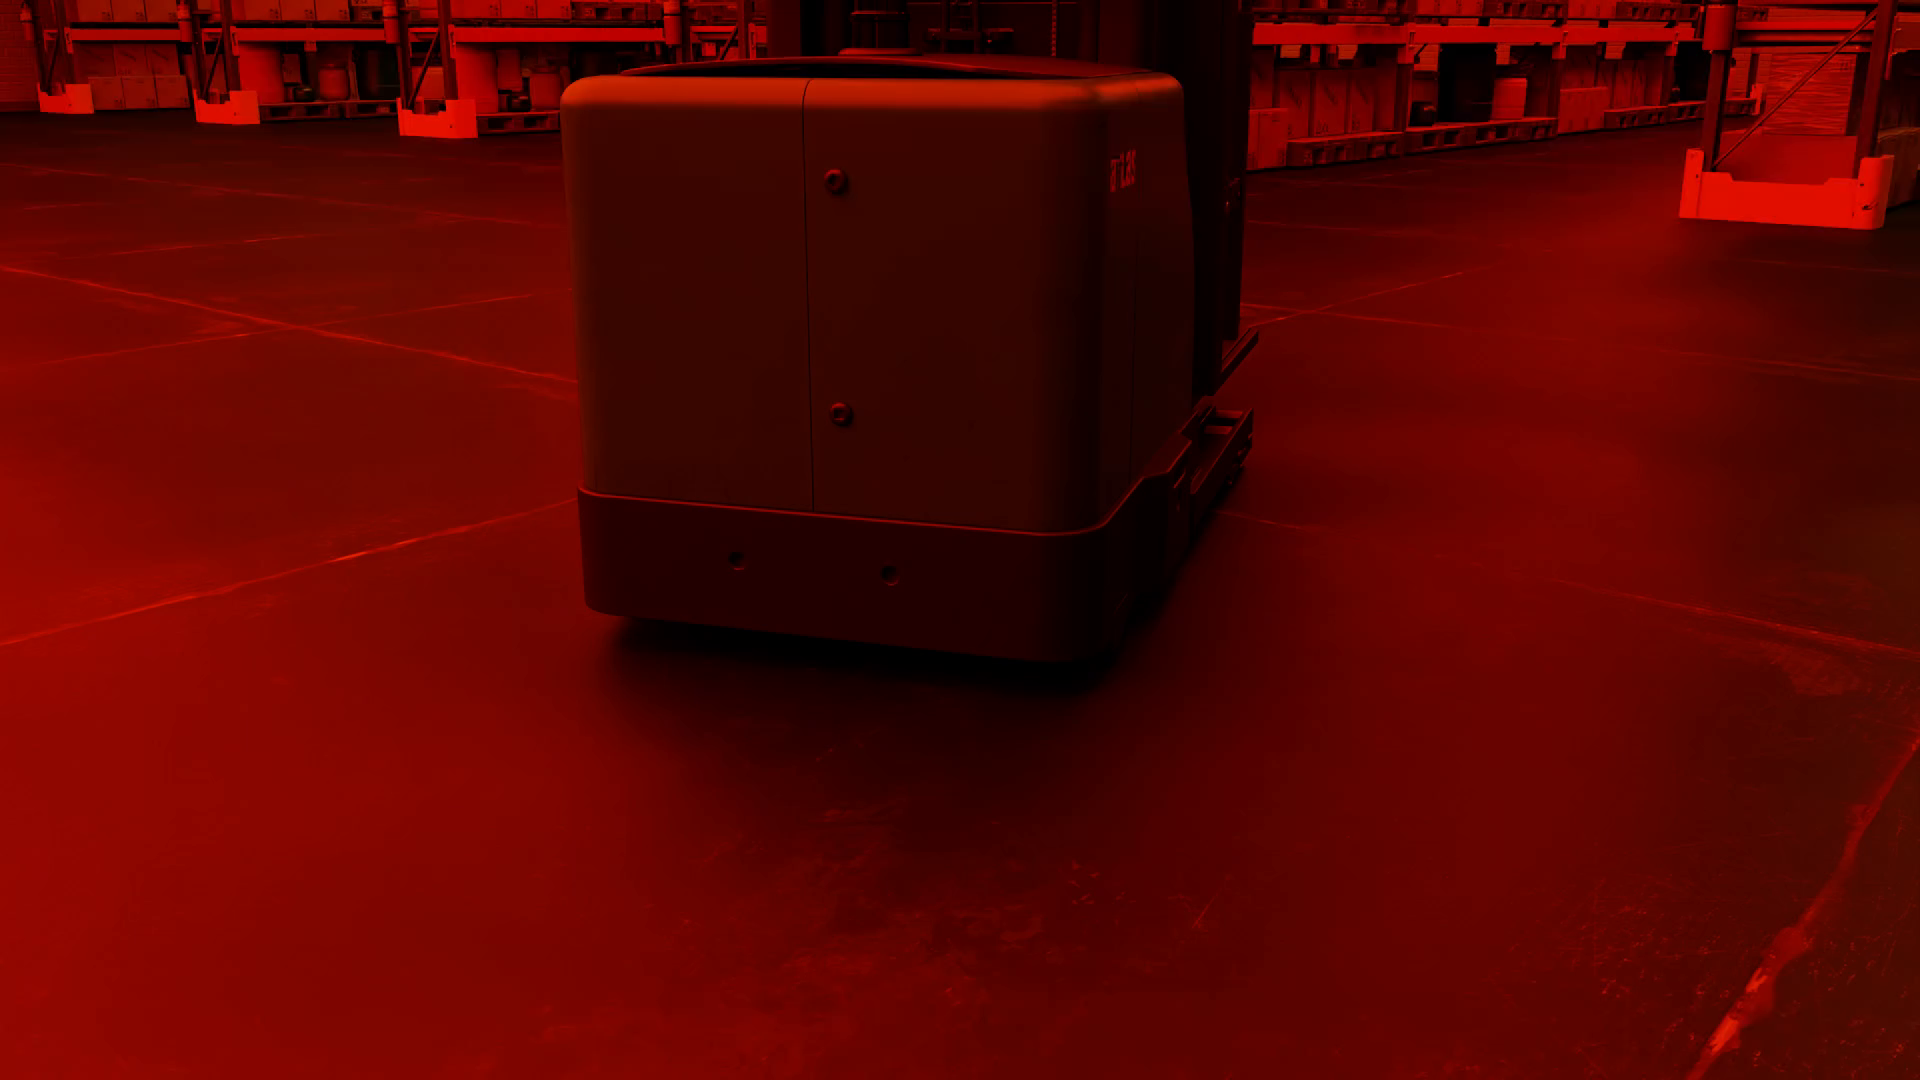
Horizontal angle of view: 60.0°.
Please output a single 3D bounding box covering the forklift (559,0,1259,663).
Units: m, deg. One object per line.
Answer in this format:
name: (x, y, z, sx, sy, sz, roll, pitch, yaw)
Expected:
forklift: (0.182, -1.571, 4.072, 1.130, 2.935, 3.031, 5, 18, 17)
